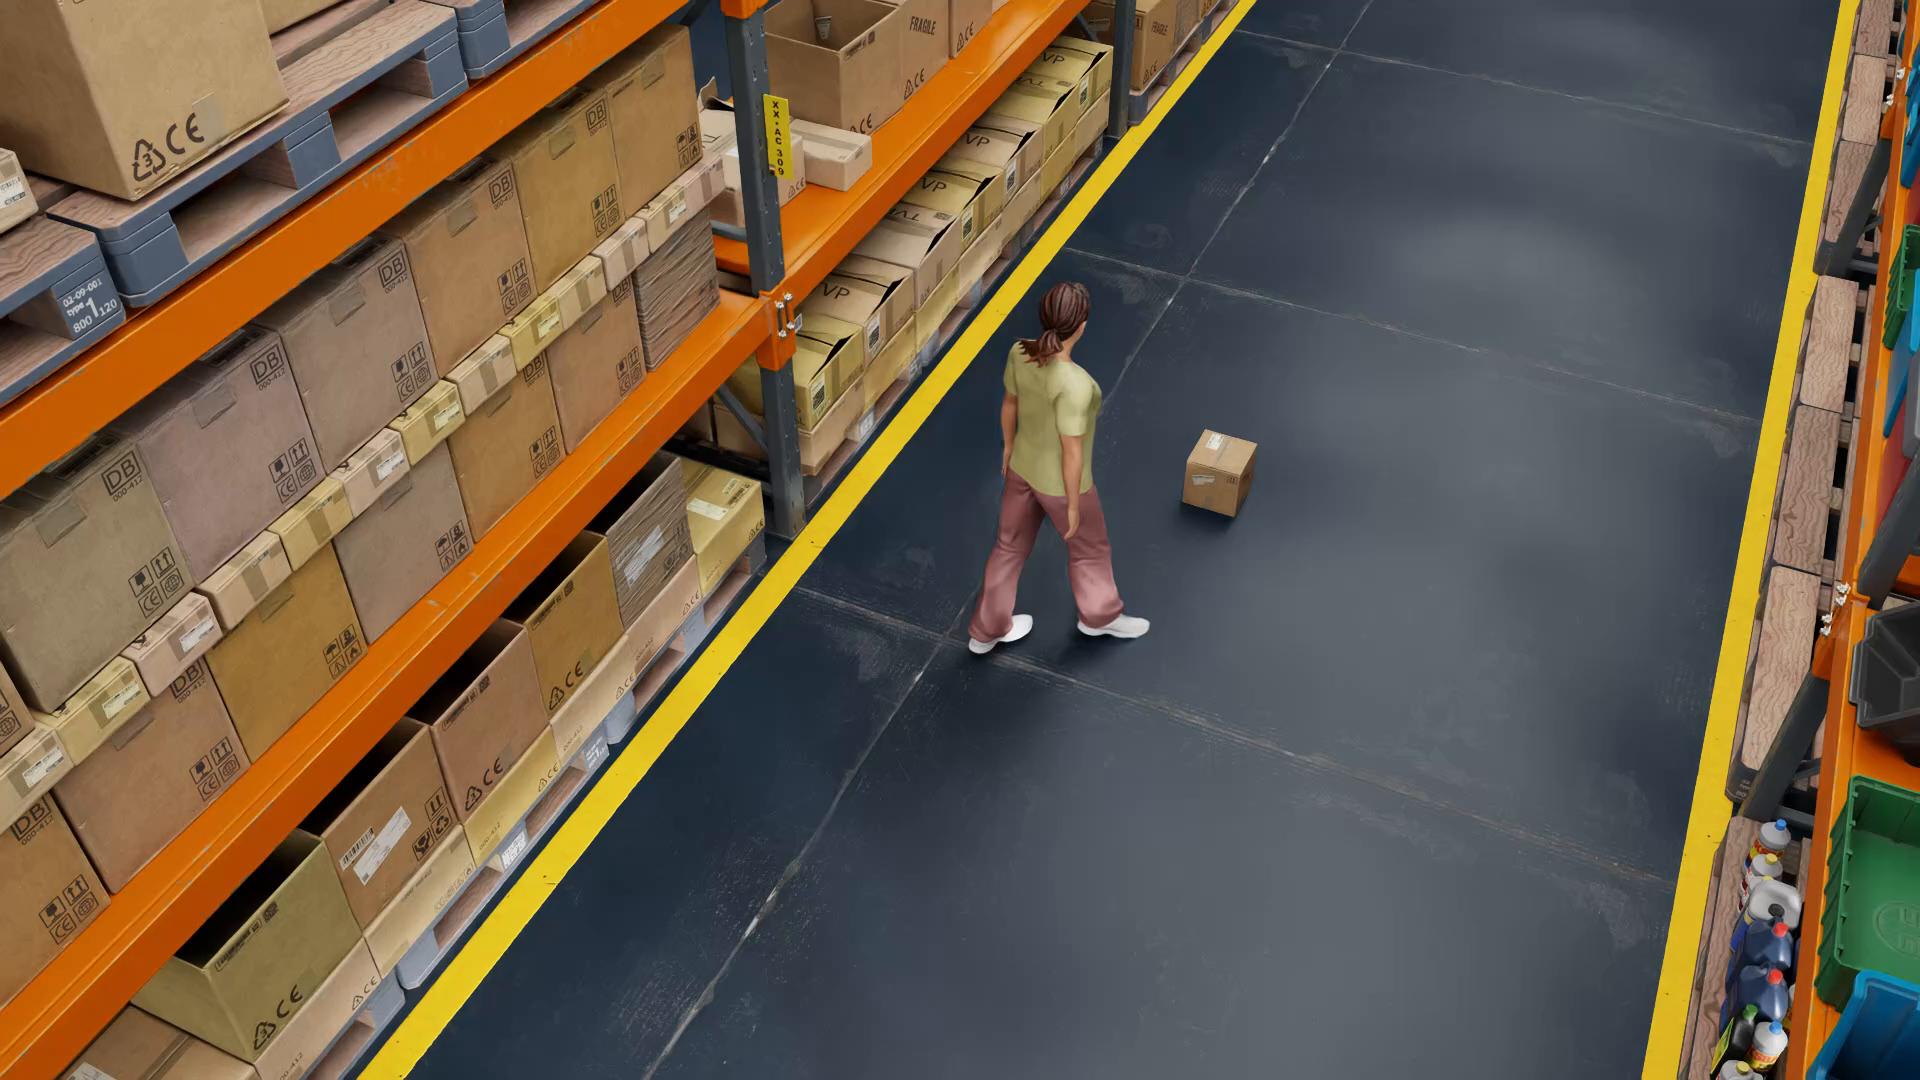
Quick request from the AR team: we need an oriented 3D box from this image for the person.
[{"bbox_3d":[0.364,-0.238,6.430,0.710,1.679,0.548,-28,49,-27],"label":"person"}]
